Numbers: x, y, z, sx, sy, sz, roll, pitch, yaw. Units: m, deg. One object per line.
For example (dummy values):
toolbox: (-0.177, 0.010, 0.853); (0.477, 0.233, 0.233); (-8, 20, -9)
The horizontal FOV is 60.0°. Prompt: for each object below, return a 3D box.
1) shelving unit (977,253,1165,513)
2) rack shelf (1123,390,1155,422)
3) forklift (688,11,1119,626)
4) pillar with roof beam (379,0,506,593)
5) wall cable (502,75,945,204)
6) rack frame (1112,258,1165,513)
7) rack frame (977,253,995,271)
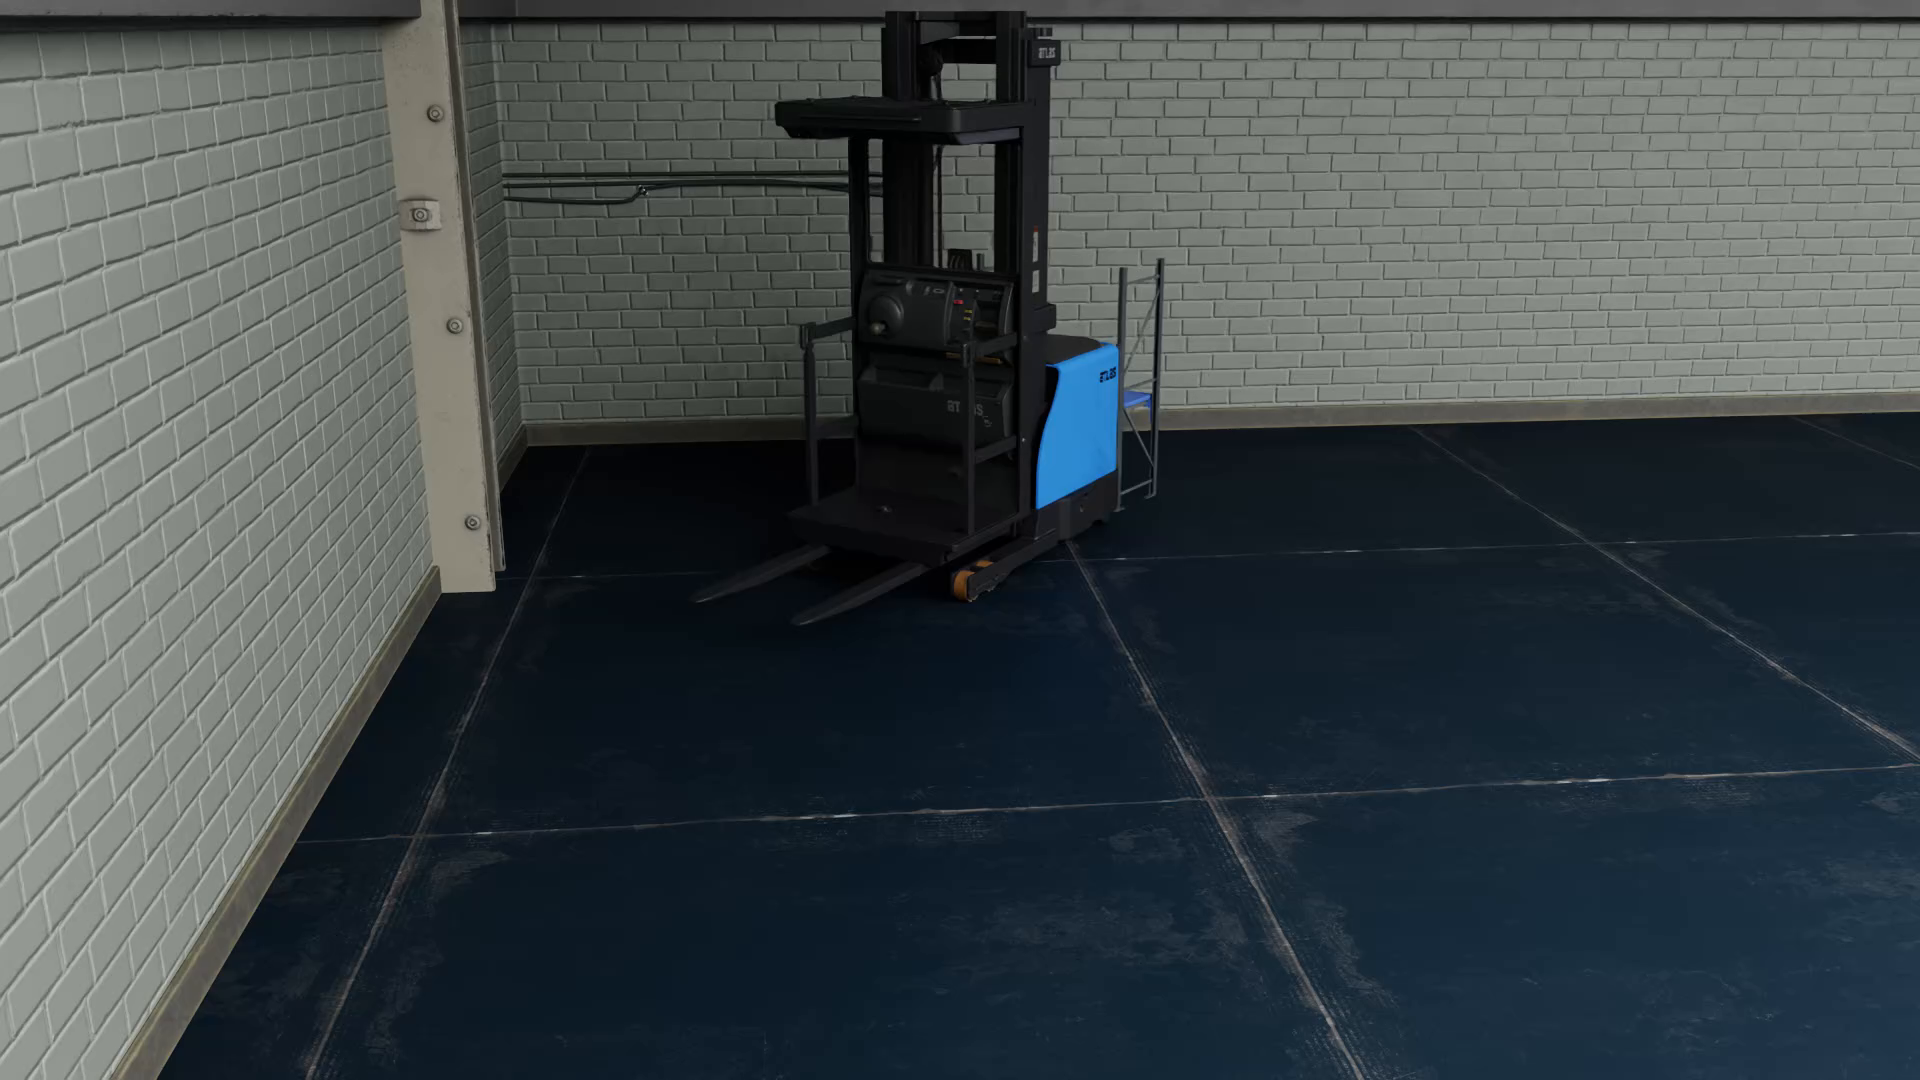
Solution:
shelving unit: (0.678, -1.033, 10.465); (1.048, 1.500, 0.538); (12, 21, 33)
rack shelf: (0.678, -0.862, 10.519); (1.000, 0.185, 0.538); (12, 21, 33)
forklift: (-0.243, -1.233, 8.711); (1.130, 2.935, 3.031); (10, 20, 30)
pillar with roof beam: (1.639, -4.210, 8.064); (9.100, 9.000, 0.400); (-2, 18, -6)
wall cable: (-1.631, -3.514, 11.031); (3.097, 2.526, 0.112); (-2, 18, -6)
rack frame: (1.093, -0.945, 10.184); (0.032, 1.500, 0.500); (12, 21, 33)
rack frame: (0.264, -1.121, 10.745); (0.032, 1.500, 0.500); (12, 21, 33)
